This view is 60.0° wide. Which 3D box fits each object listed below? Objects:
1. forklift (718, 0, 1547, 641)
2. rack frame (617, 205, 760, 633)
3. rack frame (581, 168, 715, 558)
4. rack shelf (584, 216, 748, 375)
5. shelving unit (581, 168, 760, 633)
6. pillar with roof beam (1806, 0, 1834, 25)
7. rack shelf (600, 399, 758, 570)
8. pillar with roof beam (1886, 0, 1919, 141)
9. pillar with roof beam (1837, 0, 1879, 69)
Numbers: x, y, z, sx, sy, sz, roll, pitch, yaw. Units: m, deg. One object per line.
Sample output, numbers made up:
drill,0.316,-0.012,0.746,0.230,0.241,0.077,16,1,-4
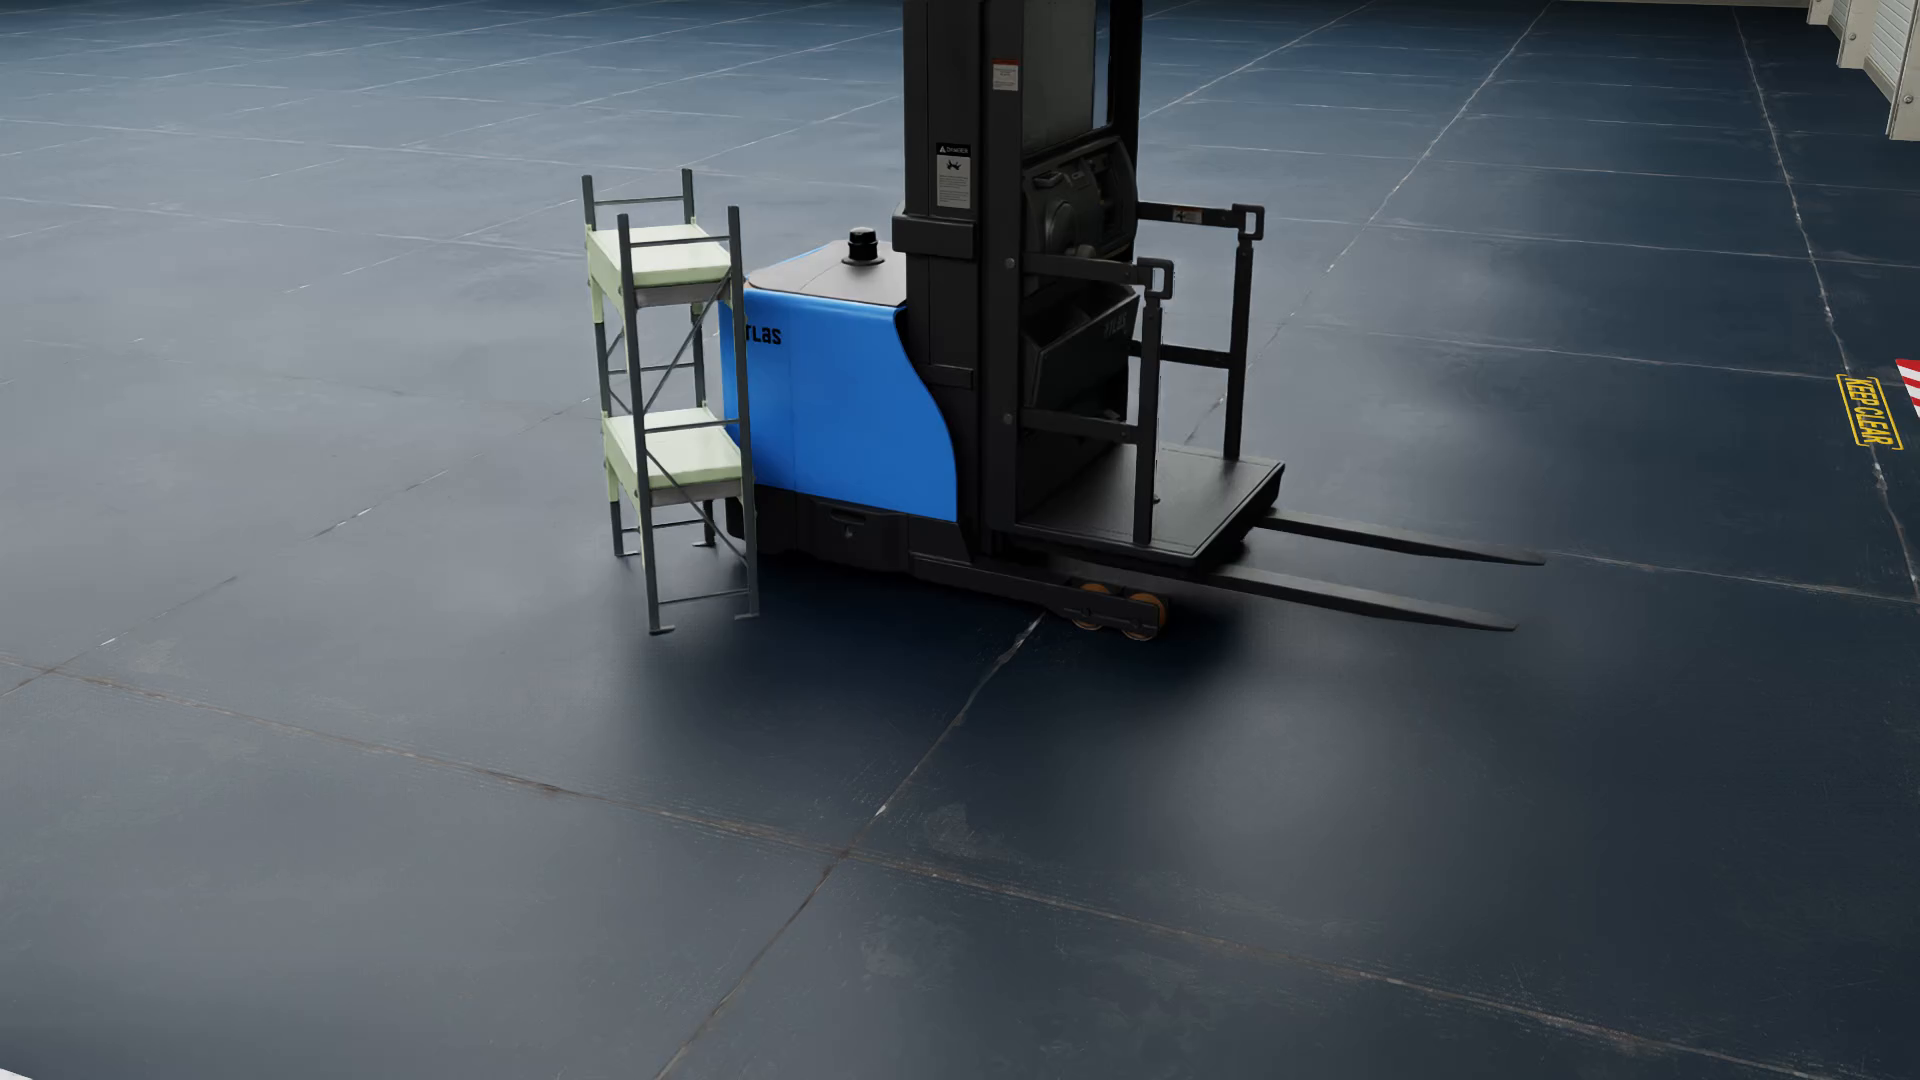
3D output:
forklift,0.620,-1.228,5.887,3.031,2.935,1.130,11,25,25
rack frame,-0.923,-0.390,5.737,0.400,1.500,0.023,-8,24,-19
rack frame,-1.181,-0.654,6.369,0.400,1.500,0.023,-8,24,-19
rack shelf,-1.052,-0.882,5.903,0.431,0.370,0.720,-8,24,-19
shelving unit,-1.052,-0.522,6.053,0.431,1.500,0.755,-8,24,-19
pillar with roof beam,9.594,-12.952,26.083,9.100,9.000,0.400,9,24,20
rack shelf,-1.052,-0.221,6.179,0.431,0.370,0.720,-8,24,-19
pillar with roof beam,5.137,-8.658,15.802,9.100,9.000,0.400,9,24,20
pillar with roof beam,7.366,-10.805,20.943,9.100,9.000,0.400,9,24,20
